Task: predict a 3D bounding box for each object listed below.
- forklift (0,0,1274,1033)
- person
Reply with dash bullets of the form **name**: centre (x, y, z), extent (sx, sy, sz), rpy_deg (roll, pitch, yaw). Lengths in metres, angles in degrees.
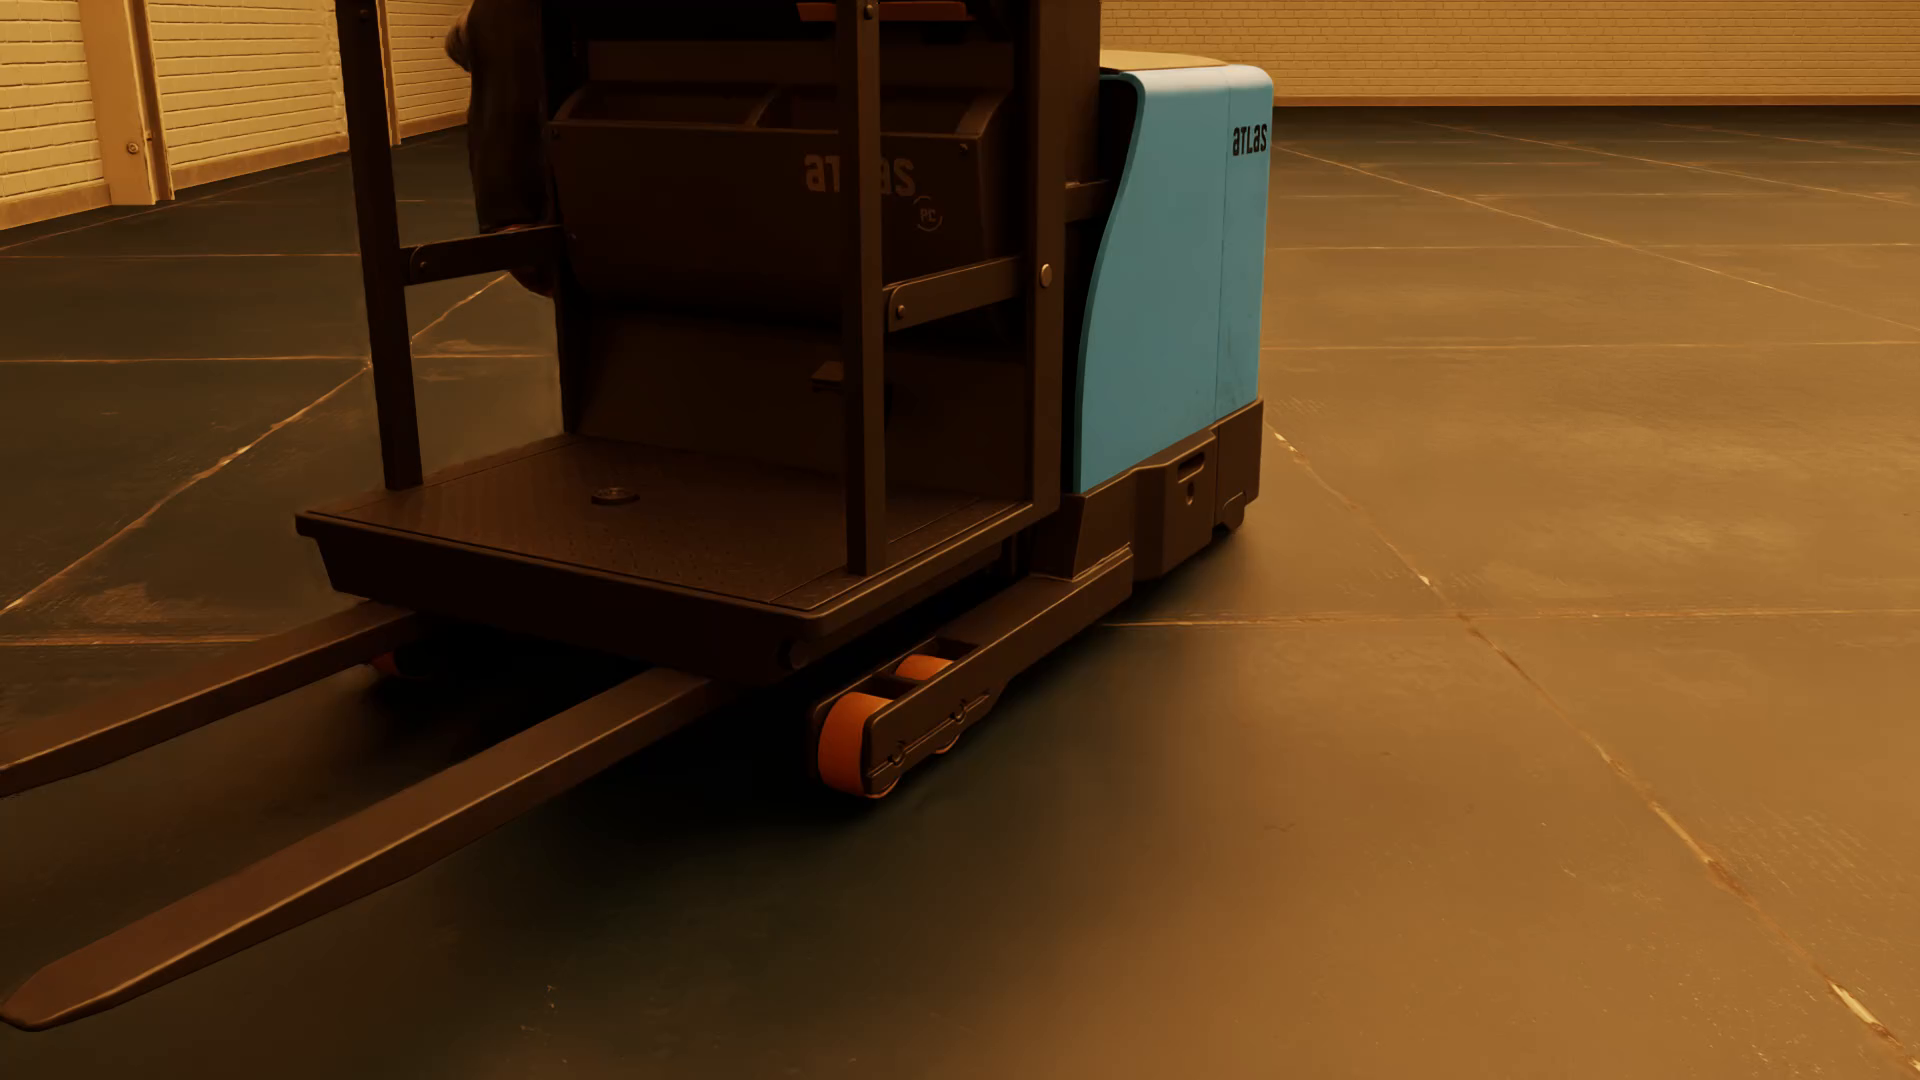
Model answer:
- **forklift**: centre (-0.442, -1.148, 2.661), extent (1.130, 2.935, 3.031), rpy_deg (9, 19, 28)
- **person**: centre (-0.819, -0.904, 4.407), extent (1.405, 1.483, 0.838), rpy_deg (6, 18, 20)
